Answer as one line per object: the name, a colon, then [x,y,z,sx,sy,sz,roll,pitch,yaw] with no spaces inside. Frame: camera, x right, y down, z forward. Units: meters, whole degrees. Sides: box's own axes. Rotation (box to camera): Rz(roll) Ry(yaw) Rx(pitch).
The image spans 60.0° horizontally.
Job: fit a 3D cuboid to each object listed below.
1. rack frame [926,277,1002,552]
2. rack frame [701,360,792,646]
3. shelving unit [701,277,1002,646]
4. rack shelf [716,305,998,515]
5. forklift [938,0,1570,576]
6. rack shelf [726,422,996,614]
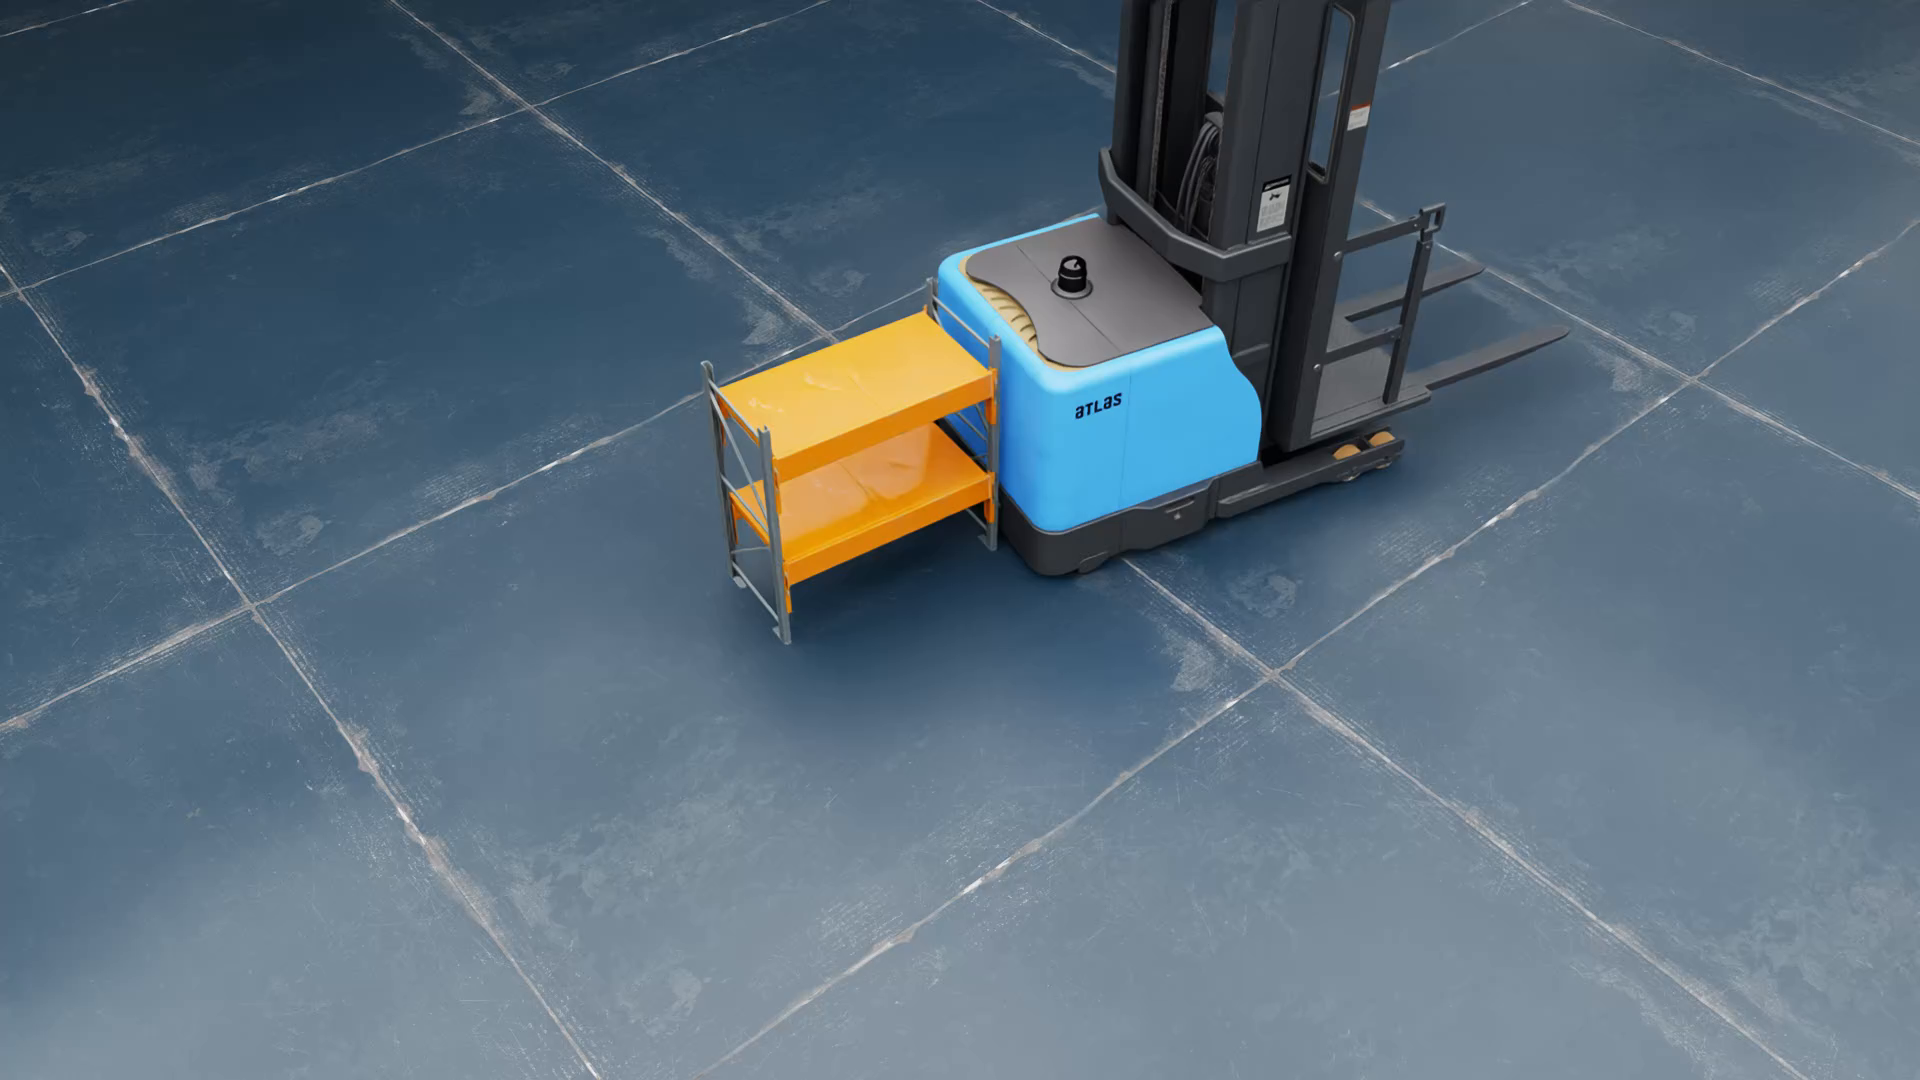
rack frame: [0.013,-0.508,6.969,0.032,1.125,0.500,-24,48,-24]
rack frame: [-0.838,-0.127,6.563,0.032,1.125,0.500,-24,48,-24]
shelving unit: [-0.413,-0.317,6.766,1.048,1.125,0.538,-24,48,-24]
rack shelf: [-0.413,-0.530,6.566,1.000,0.278,0.538,-24,48,-24]
forklift: [1.443,-1.637,6.852,3.031,2.935,1.130,-20,47,-20]
rack shelf: [-0.413,-0.139,6.933,1.000,0.278,0.538,-24,48,-24]
